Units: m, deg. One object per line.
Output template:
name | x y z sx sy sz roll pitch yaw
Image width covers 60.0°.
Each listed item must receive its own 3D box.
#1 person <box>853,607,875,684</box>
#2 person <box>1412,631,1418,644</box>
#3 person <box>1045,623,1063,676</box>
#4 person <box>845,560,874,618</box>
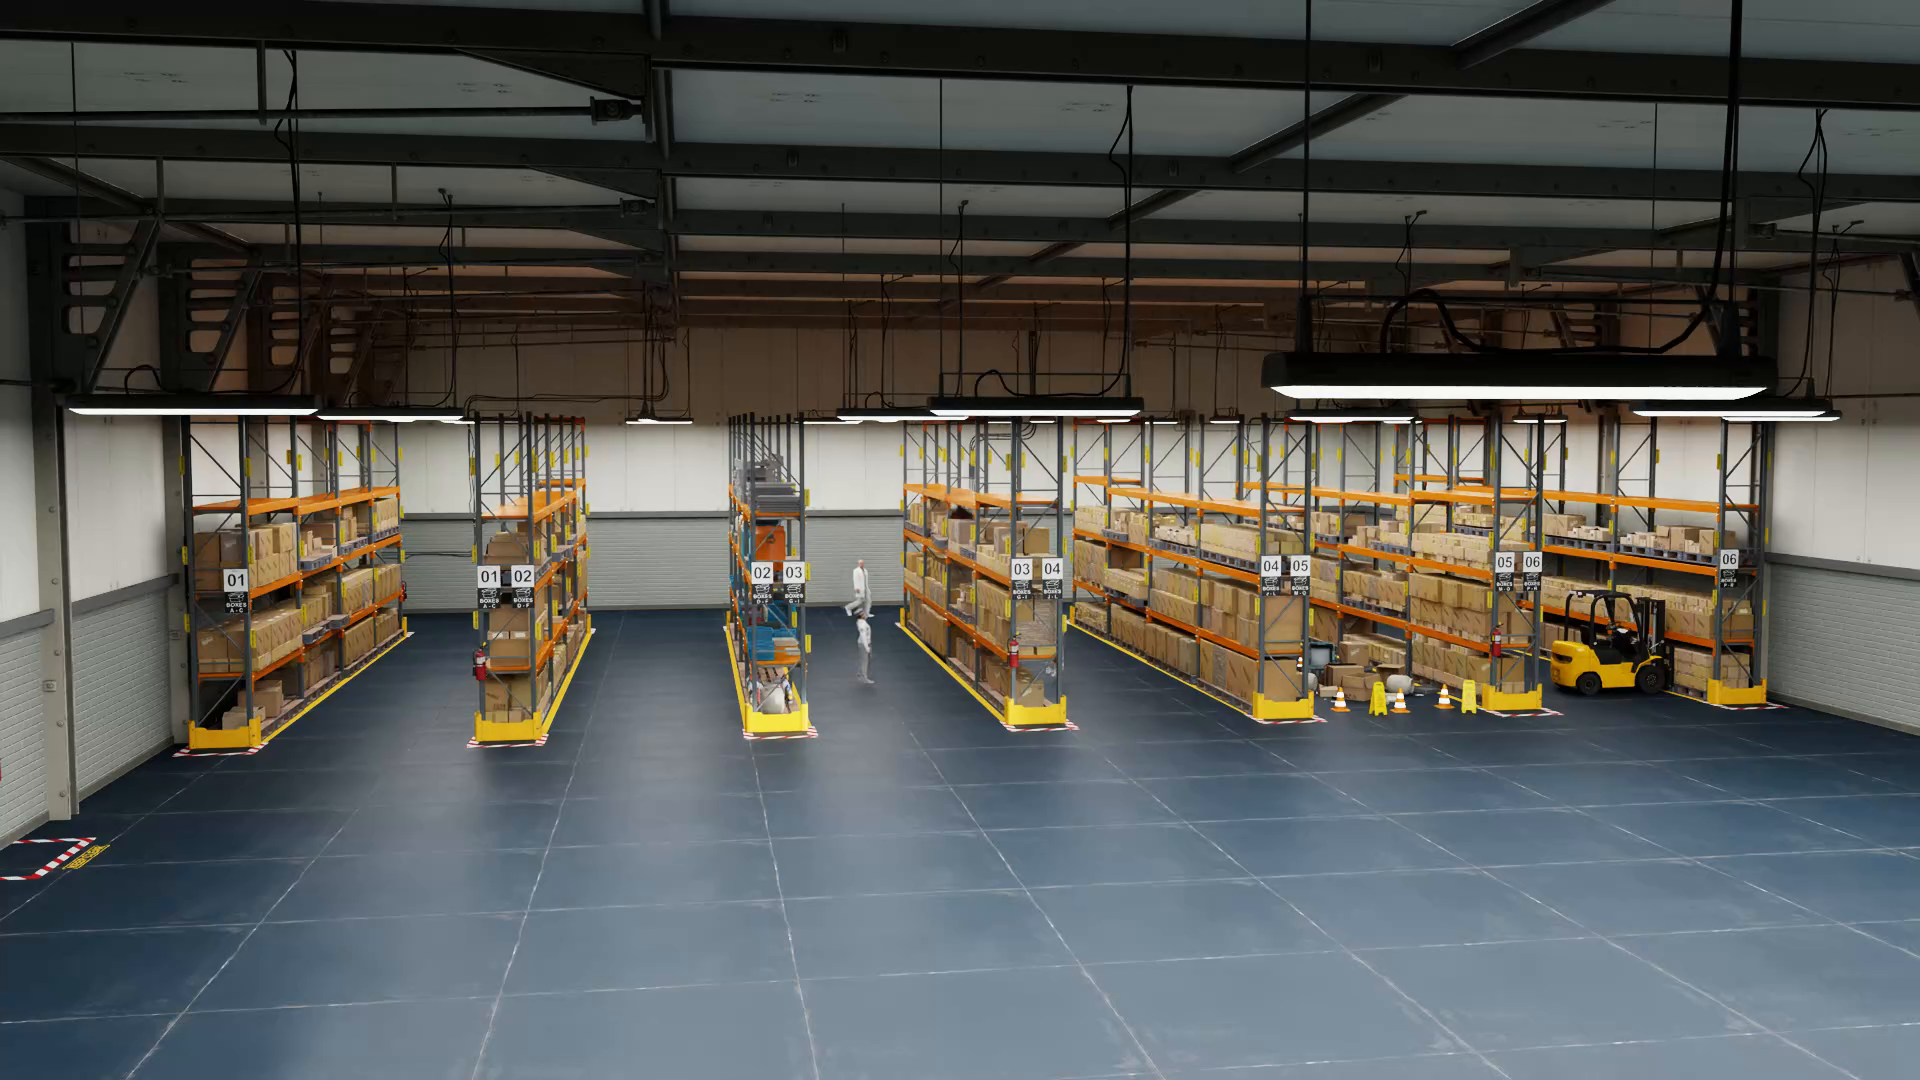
person | -2.128 2.333 36.939 0.481 1.689 0.549 0 4 3
person | 11.442 1.980 42.061 0.465 1.795 0.656 2 4 24
person | 2.158 2.291 37.852 0.362 1.601 0.479 -2 4 -28
person | -2.996 1.456 49.872 0.874 1.735 0.609 2 4 26
